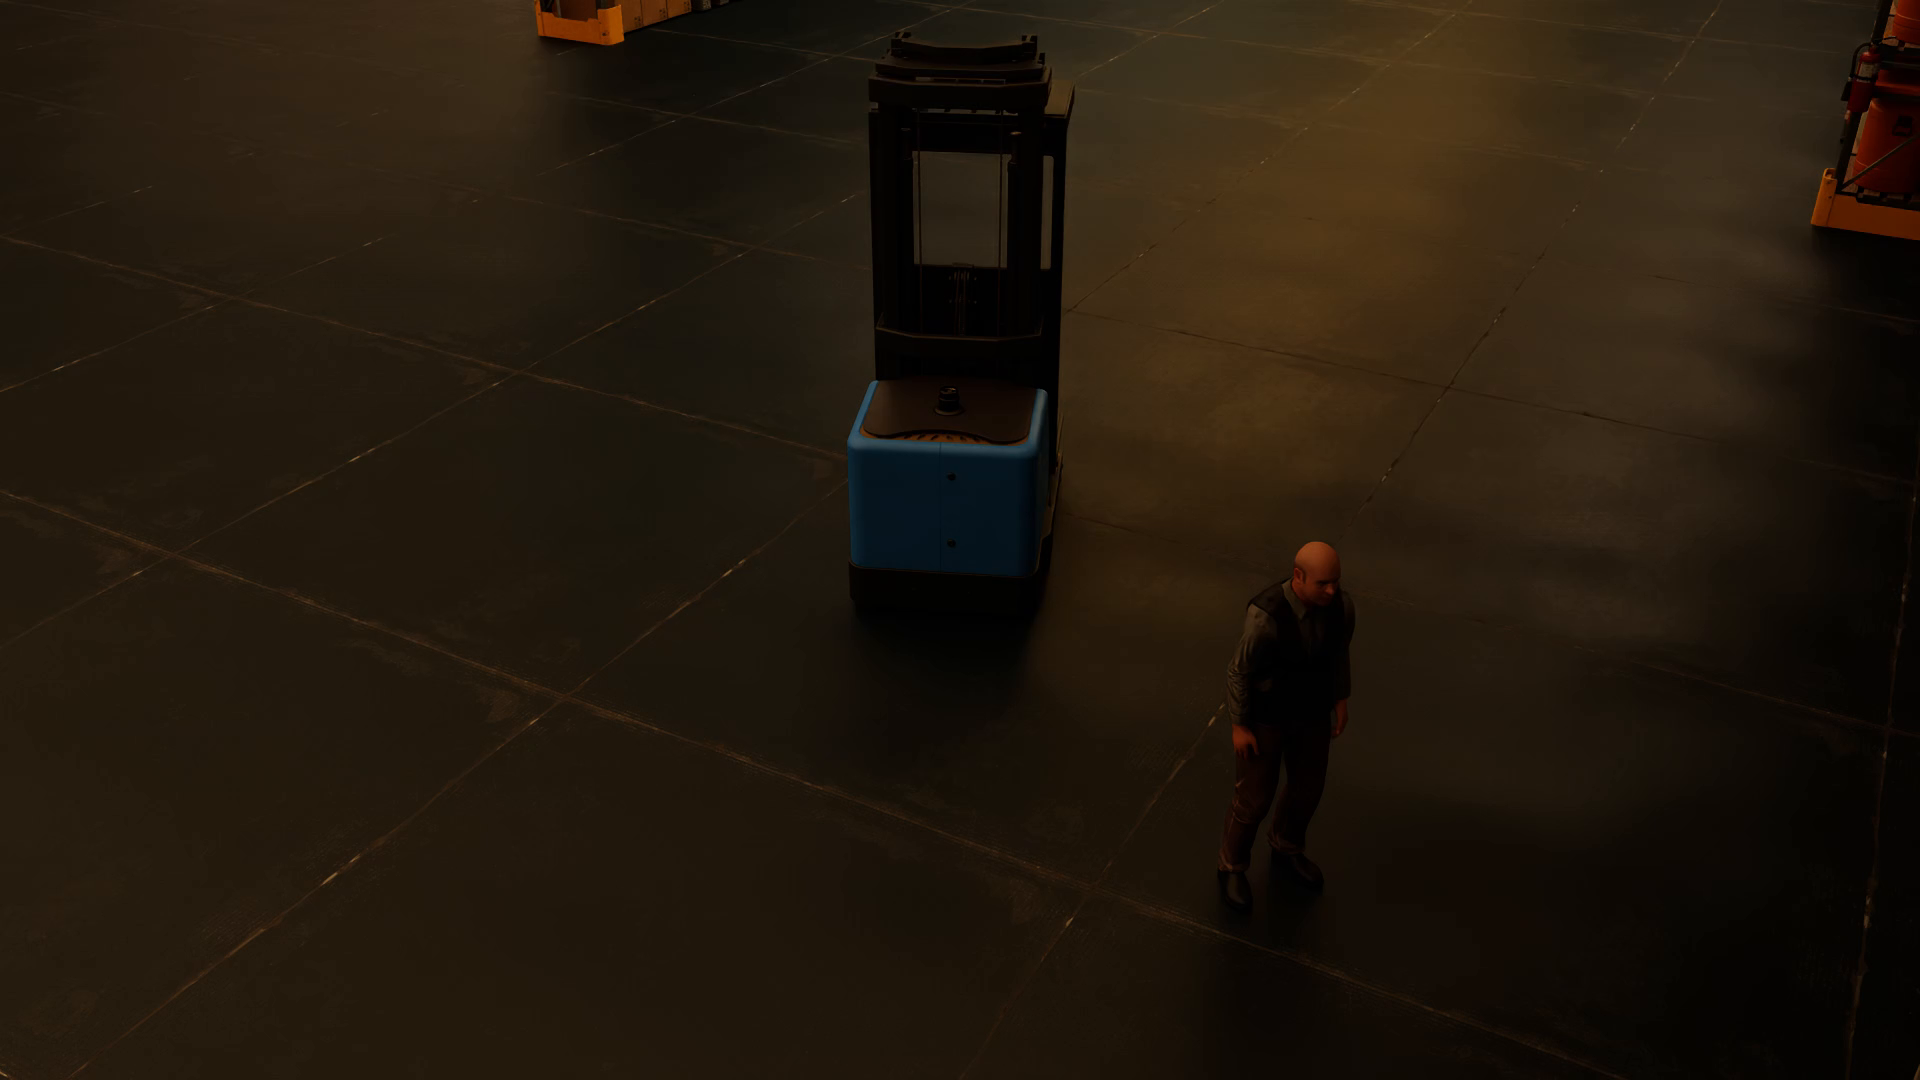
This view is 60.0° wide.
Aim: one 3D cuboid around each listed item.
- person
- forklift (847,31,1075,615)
[{"bbox_3d":[1.365,0.733,7.014,0.580,1.720,0.421,-12,32,-20],"label":"person"},{"bbox_3d":[0.072,-1.572,9.794,1.130,2.935,3.031,3,30,6],"label":"forklift"}]
